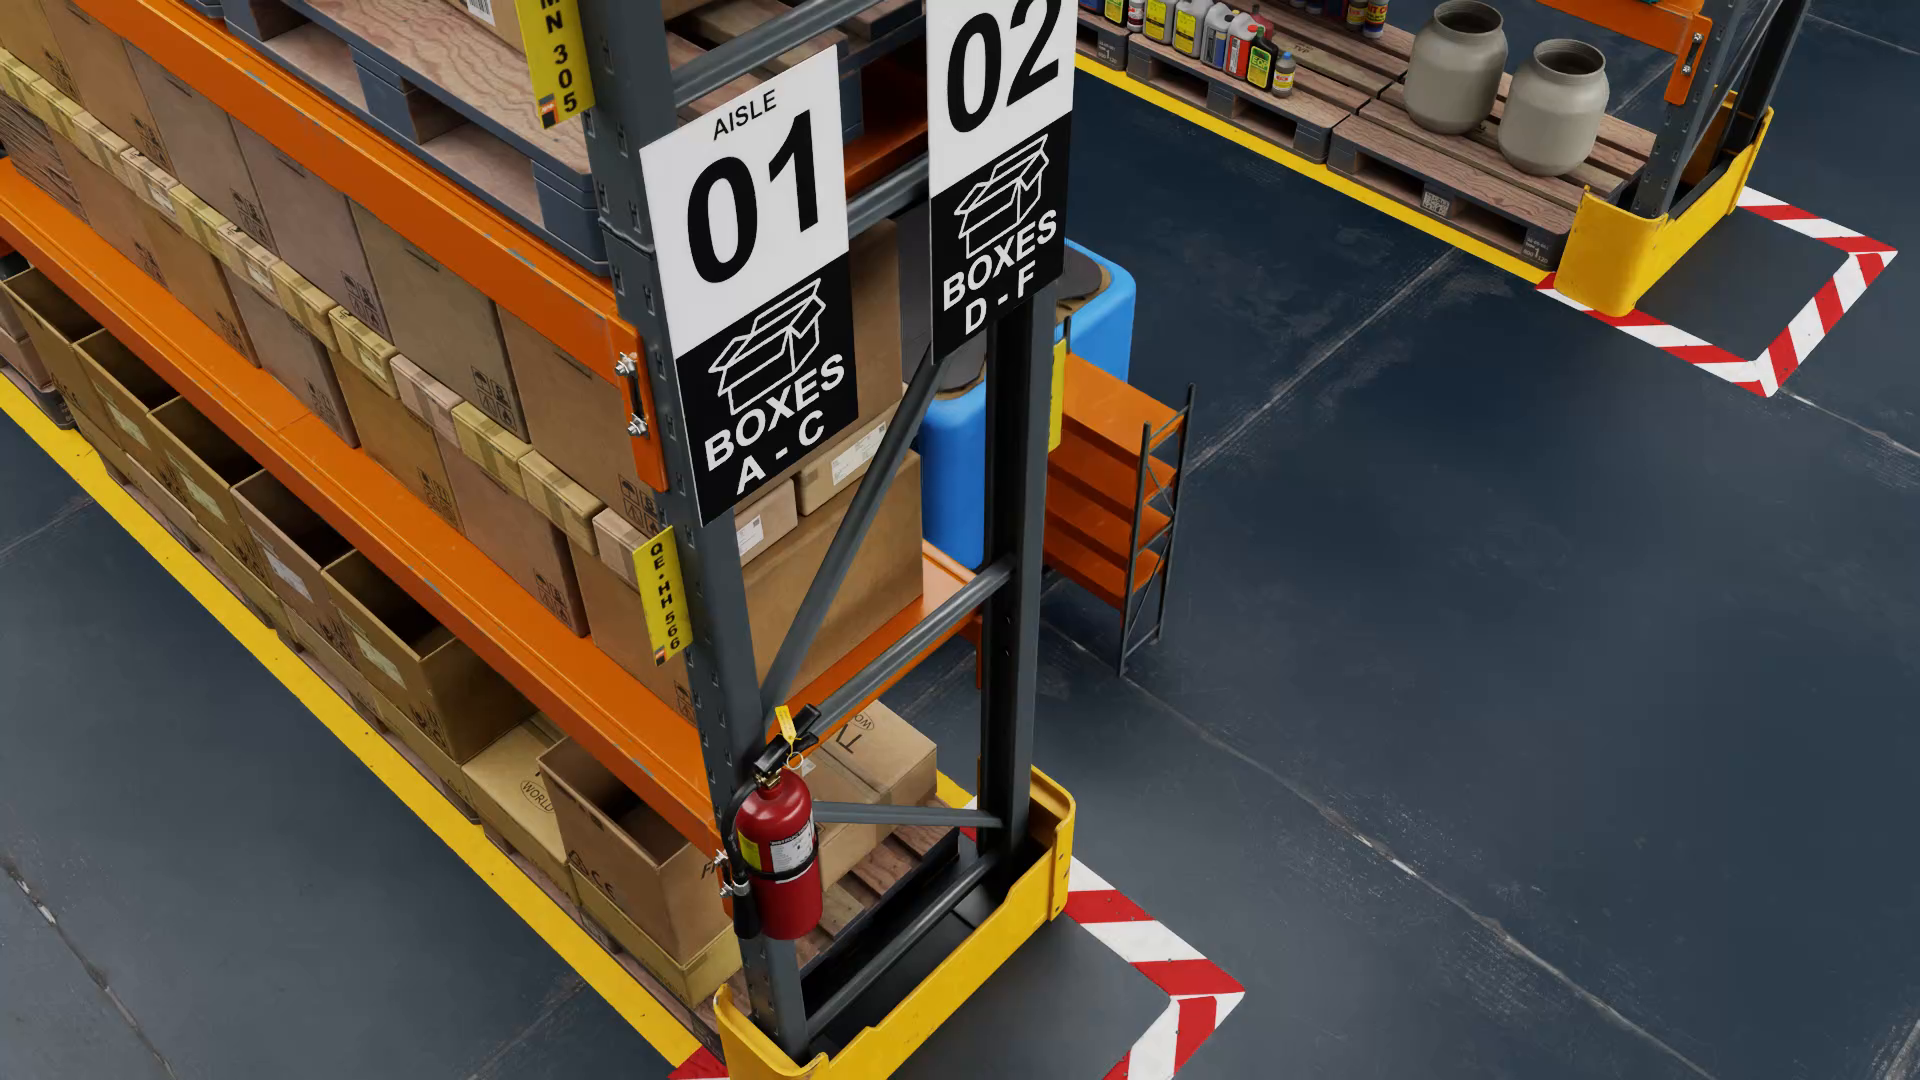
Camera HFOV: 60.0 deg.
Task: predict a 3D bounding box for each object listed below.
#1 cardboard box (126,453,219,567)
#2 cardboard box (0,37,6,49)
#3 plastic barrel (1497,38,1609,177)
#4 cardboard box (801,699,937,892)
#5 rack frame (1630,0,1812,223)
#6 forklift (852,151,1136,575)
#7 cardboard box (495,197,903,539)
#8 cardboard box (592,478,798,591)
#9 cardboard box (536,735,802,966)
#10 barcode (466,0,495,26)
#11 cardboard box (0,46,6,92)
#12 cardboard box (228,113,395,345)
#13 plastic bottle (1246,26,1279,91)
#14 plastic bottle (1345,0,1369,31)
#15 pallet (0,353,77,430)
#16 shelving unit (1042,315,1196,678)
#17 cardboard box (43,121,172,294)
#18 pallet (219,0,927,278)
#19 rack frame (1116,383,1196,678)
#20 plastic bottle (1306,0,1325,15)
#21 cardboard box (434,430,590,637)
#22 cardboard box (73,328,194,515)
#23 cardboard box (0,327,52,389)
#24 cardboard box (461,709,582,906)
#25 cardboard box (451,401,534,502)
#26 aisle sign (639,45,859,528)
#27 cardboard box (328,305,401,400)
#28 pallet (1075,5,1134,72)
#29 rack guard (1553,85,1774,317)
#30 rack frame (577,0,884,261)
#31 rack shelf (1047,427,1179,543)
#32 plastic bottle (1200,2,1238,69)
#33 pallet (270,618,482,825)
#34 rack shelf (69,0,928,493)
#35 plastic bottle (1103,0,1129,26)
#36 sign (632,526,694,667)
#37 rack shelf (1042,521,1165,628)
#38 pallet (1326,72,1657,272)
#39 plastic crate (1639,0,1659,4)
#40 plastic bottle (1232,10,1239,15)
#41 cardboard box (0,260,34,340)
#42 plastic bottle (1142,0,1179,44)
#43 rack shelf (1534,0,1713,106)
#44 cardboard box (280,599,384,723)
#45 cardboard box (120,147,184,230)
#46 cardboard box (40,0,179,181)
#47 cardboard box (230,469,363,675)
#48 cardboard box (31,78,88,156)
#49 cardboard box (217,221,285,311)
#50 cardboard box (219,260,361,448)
[{"bbox_3d":[-2.617,-0.236,6.012,0.500,0.250,0.500,34,55,28],"label":"cardboard box"},{"bbox_3d":[-2.786,-1.938,5.053,0.500,0.500,0.700,34,56,28],"label":"cardboard box"},{"bbox_3d":[2.650,-1.926,7.419,0.421,0.512,0.421,0,47,0],"label":"plastic barrel"},{"bbox_3d":[-0.420,0.715,5.119,0.500,0.250,0.500,34,55,28],"label":"cardboard box"},{"bbox_3d":[3.186,-2.349,6.398,0.127,3.000,1.000,34,55,28],"label":"rack frame"},{"bbox_3d":[-0.816,-1.624,5.765,3.031,2.935,1.130,33,55,27],"label":"forklift"},{"bbox_3d":[-0.550,-0.440,3.647,0.500,0.500,0.700,34,55,28],"label":"cardboard box"},{"bbox_3d":[-0.587,-0.041,3.717,0.250,0.149,0.380,33,55,27],"label":"cardboard box"},{"bbox_3d":[-0.773,0.737,4.584,0.500,0.500,0.500,34,55,28],"label":"cardboard box"},{"bbox_3d":[-0.726,-0.814,2.501,0.075,0.075,0.001,34,55,28],"label":"barcode"},{"bbox_3d":[-2.865,-1.571,5.154,0.250,0.149,0.380,35,56,28],"label":"cardboard box"},{"bbox_3d":[-1.311,-0.946,4.122,0.500,0.500,0.700,34,56,28],"label":"cardboard box"},{"bbox_3d":[1.440,-2.291,7.905,0.133,0.283,0.061,35,56,28],"label":"plastic bottle"},{"bbox_3d":[1.988,-2.657,8.305,0.097,0.201,0.097,0,47,0],"label":"plastic bottle"},{"bbox_3d":[-3.684,-1.064,7.105,1.213,0.211,1.003,34,55,28],"label":"pallet"},{"bbox_3d":[0.449,-0.117,5.537,0.503,1.200,0.258,33,55,27],"label":"shelving unit"},{"bbox_3d":[-2.394,-1.236,5.285,0.500,0.500,0.700,33,55,27],"label":"cardboard box"},{"bbox_3d":[-0.679,-1.058,3.189,1.213,0.211,1.003,34,55,28],"label":"pallet"},{"bbox_3d":[0.630,0.002,5.425,0.015,1.200,0.240,33,55,27],"label":"rack frame"},{"bbox_3d":[1.813,-2.799,8.390,0.097,0.271,0.097,0,47,0],"label":"plastic bottle"},{"bbox_3d":[-0.900,-0.227,4.337,0.500,0.500,0.700,35,56,29],"label":"cardboard box"},{"bbox_3d":[-2.615,-0.495,5.741,0.500,0.500,0.500,34,55,28],"label":"cardboard box"},{"bbox_3d":[-3.617,-0.928,6.662,0.500,0.250,0.500,33,55,27],"label":"cardboard box"},{"bbox_3d":[-1.147,0.752,5.084,0.500,0.250,0.500,34,55,28],"label":"cardboard box"},{"bbox_3d":[-0.968,-0.296,3.957,0.250,0.149,0.380,33,55,27],"label":"cardboard box"},{"bbox_3d":[-0.328,-0.398,2.783,0.004,0.787,0.394,34,55,28],"label":"aisle sign"},{"bbox_3d":[-1.345,-0.551,4.196,0.250,0.149,0.380,36,56,29],"label":"cardboard box"},{"bbox_3d":[0.711,-3.018,8.939,1.213,0.211,1.003,34,55,28],"label":"pallet"},{"bbox_3d":[3.098,-1.506,7.321,0.348,0.500,1.175,34,55,28],"label":"rack guard"},{"bbox_3d":[-0.177,-1.751,1.722,0.127,3.000,1.000,34,55,28],"label":"rack frame"},{"bbox_3d":[0.449,-0.224,5.423,0.480,0.148,0.258,33,55,27],"label":"rack shelf"},{"bbox_3d":[1.270,-2.449,8.058,0.135,0.276,0.152,32,55,27],"label":"plastic bottle"},{"bbox_3d":[-1.659,0.298,5.825,1.213,0.211,1.003,34,55,28],"label":"pallet"},{"bbox_3d":[-1.646,-1.467,4.006,4.000,0.370,1.077,34,55,28],"label":"rack shelf"},{"bbox_3d":[0.790,-2.729,8.317,0.061,0.283,0.133,-36,56,-29],"label":"plastic bottle"},{"bbox_3d":[-0.555,0.109,3.134,0.005,0.325,0.100,34,55,28],"label":"sign"},{"bbox_3d":[0.449,0.065,5.731,0.480,0.148,0.258,33,55,27],"label":"rack shelf"},{"bbox_3d":[2.504,-1.812,7.806,1.213,0.211,1.003,34,55,28],"label":"pallet"},{"bbox_3d":[2.615,-2.386,6.534,0.616,0.251,0.499,34,55,28],"label":"plastic crate"},{"bbox_3d":[1.341,-2.499,8.157,0.097,0.201,0.097,0,47,0],"label":"plastic bottle"},{"bbox_3d":[-3.608,-1.117,6.454,0.500,0.311,0.500,34,55,28],"label":"cardboard box"},{"bbox_3d":[1.009,-2.646,8.192,0.185,0.351,0.144,34,55,27],"label":"plastic bottle"},{"bbox_3d":[1.716,-3.092,7.589,4.000,0.370,1.077,34,55,28],"label":"rack shelf"},{"bbox_3d":[-1.882,0.258,5.549,0.500,0.250,0.500,34,55,28],"label":"cardboard box"},{"bbox_3d":[-2.100,-1.060,4.674,0.250,0.149,0.380,32,55,27],"label":"cardboard box"},{"bbox_3d":[-2.046,-1.441,4.587,0.500,0.500,0.700,34,55,28],"label":"cardboard box"},{"bbox_3d":[-1.884,0.003,5.273,0.500,0.500,0.500,34,55,28],"label":"cardboard box"},{"bbox_3d":[-2.481,-1.315,4.914,0.250,0.149,0.380,33,55,27],"label":"cardboard box"},{"bbox_3d":[-1.728,-0.807,4.436,0.250,0.149,0.380,33,55,27],"label":"cardboard box"},{"bbox_3d":[-1.651,-0.734,4.813,0.500,0.500,0.700,36,56,29],"label":"cardboard box"}]
